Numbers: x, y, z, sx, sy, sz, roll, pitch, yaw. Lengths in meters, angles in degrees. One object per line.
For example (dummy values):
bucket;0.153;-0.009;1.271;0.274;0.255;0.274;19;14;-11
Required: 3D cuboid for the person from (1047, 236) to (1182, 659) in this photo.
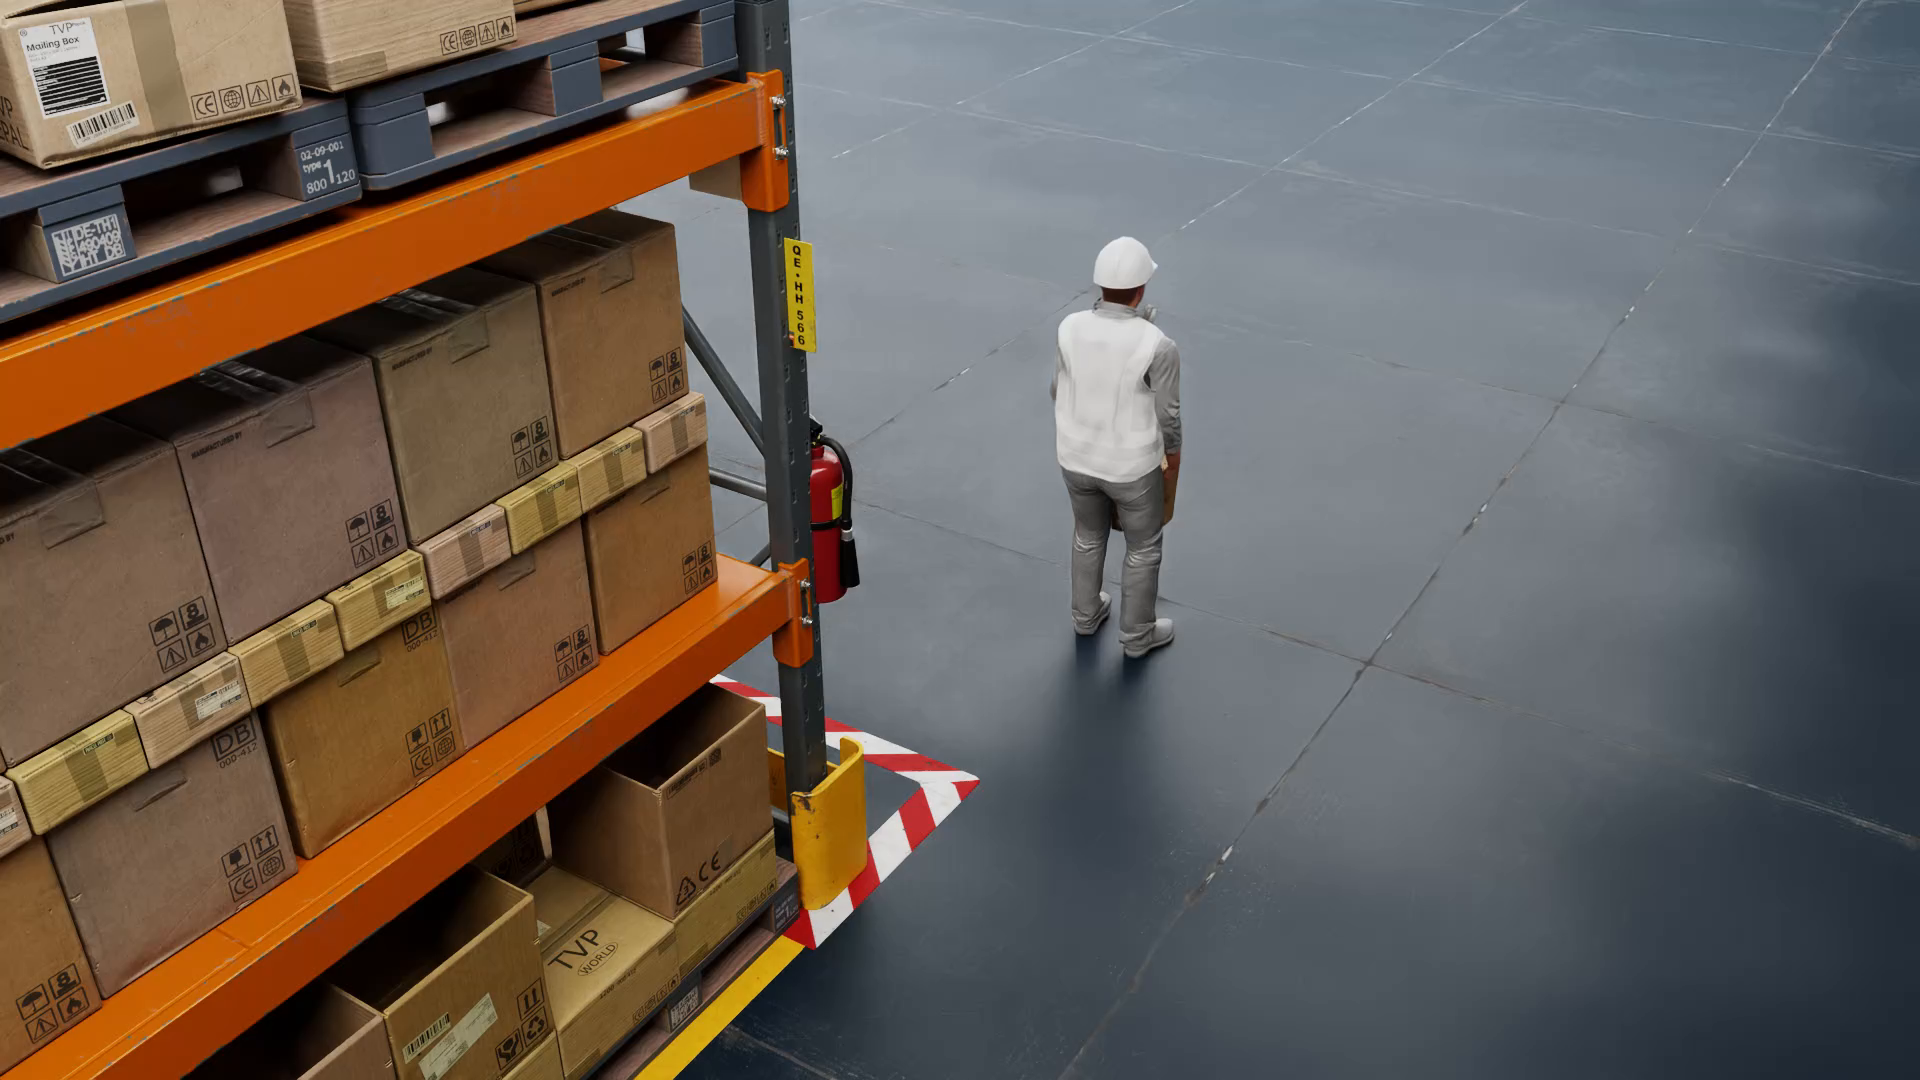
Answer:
person;0.624;-0.358;6.717;0.565;1.771;0.473;17;34;26
